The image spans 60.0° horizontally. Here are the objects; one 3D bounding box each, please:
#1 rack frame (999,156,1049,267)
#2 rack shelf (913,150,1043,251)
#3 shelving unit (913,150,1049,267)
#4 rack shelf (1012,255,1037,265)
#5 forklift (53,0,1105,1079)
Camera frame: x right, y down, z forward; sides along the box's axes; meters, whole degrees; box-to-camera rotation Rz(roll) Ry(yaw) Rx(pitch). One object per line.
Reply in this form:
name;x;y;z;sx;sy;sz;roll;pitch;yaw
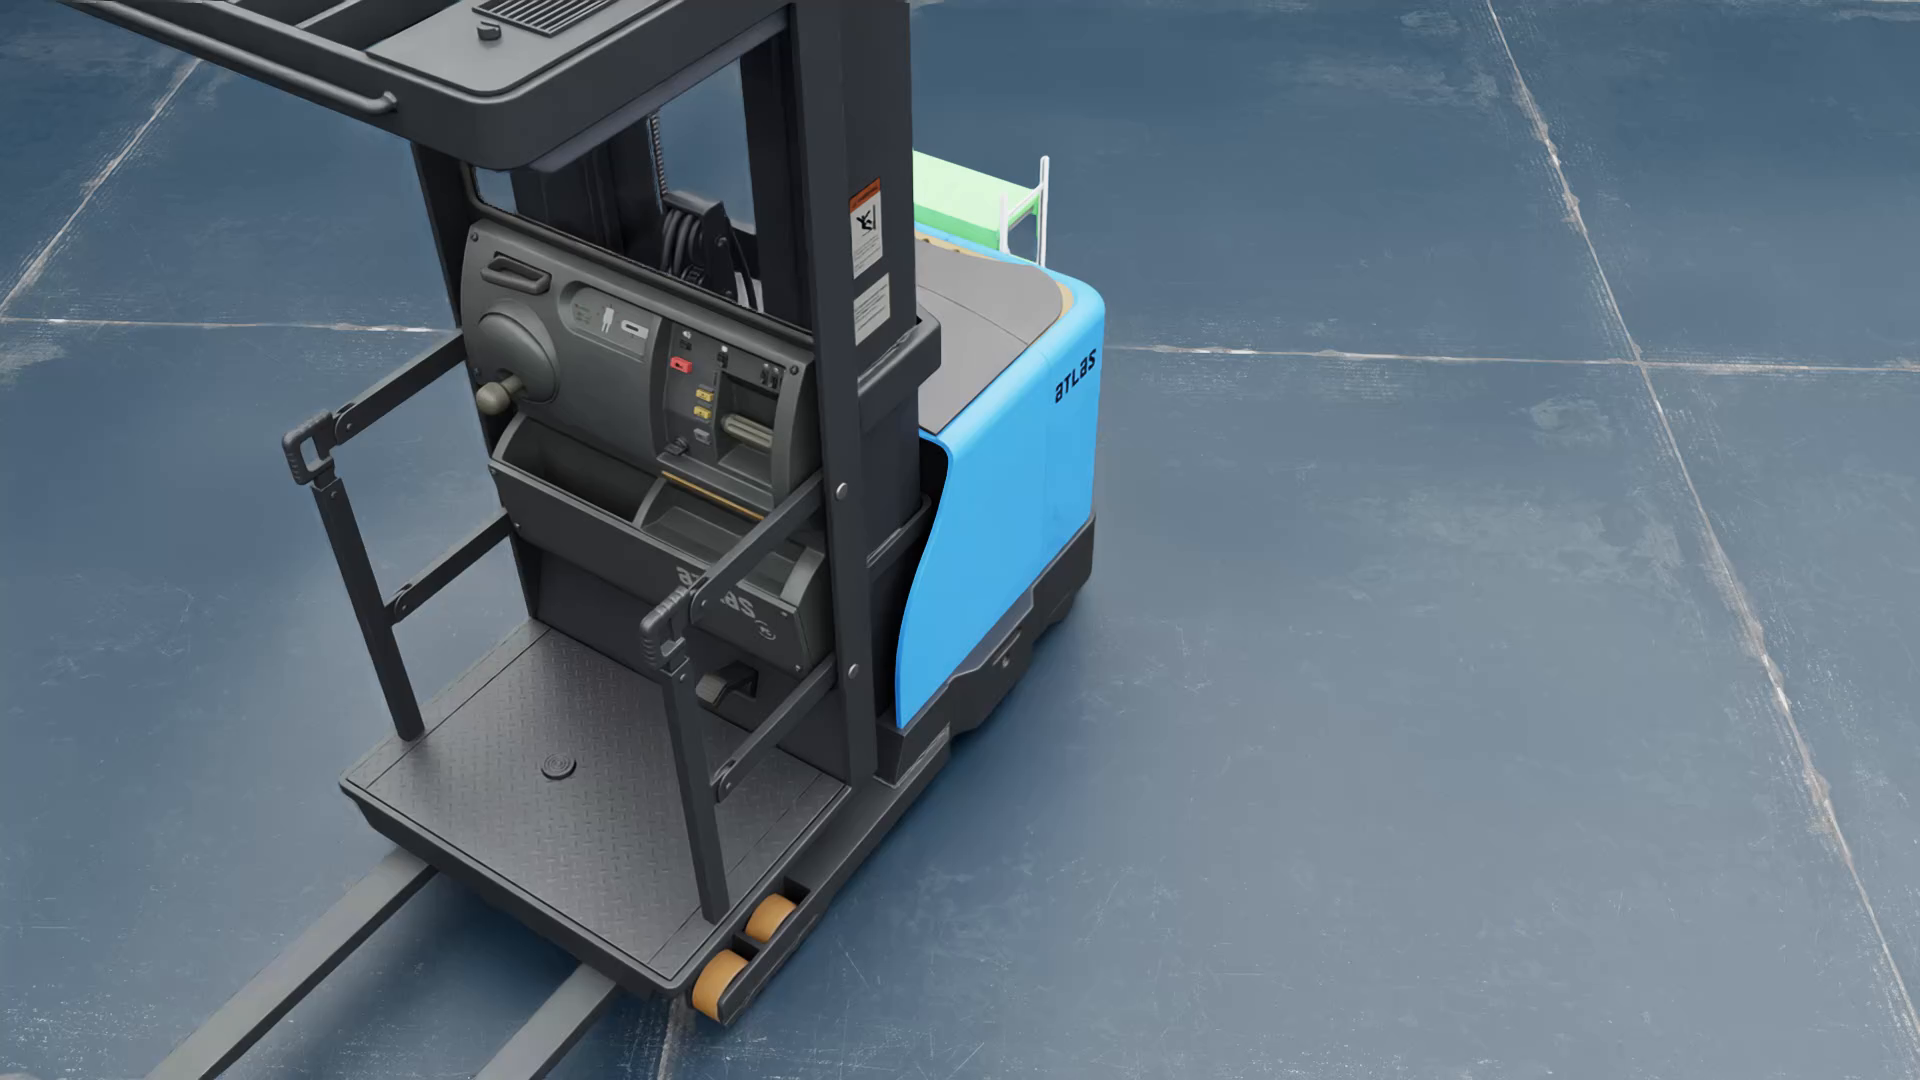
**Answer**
rack frame;0.178;-0.562;4.973;0.015;1.200;0.240;24;48;23
rack shelf;-0.028;-0.956;4.785;0.480;0.148;0.258;24;48;23
shelving unit;-0.028;-0.651;5.069;0.503;1.200;0.258;24;48;23
rack shelf;-0.028;-0.780;4.949;0.480;0.148;0.258;24;48;23
forklift;-0.826;-0.290;3.411;1.130;2.935;3.031;24;48;24
